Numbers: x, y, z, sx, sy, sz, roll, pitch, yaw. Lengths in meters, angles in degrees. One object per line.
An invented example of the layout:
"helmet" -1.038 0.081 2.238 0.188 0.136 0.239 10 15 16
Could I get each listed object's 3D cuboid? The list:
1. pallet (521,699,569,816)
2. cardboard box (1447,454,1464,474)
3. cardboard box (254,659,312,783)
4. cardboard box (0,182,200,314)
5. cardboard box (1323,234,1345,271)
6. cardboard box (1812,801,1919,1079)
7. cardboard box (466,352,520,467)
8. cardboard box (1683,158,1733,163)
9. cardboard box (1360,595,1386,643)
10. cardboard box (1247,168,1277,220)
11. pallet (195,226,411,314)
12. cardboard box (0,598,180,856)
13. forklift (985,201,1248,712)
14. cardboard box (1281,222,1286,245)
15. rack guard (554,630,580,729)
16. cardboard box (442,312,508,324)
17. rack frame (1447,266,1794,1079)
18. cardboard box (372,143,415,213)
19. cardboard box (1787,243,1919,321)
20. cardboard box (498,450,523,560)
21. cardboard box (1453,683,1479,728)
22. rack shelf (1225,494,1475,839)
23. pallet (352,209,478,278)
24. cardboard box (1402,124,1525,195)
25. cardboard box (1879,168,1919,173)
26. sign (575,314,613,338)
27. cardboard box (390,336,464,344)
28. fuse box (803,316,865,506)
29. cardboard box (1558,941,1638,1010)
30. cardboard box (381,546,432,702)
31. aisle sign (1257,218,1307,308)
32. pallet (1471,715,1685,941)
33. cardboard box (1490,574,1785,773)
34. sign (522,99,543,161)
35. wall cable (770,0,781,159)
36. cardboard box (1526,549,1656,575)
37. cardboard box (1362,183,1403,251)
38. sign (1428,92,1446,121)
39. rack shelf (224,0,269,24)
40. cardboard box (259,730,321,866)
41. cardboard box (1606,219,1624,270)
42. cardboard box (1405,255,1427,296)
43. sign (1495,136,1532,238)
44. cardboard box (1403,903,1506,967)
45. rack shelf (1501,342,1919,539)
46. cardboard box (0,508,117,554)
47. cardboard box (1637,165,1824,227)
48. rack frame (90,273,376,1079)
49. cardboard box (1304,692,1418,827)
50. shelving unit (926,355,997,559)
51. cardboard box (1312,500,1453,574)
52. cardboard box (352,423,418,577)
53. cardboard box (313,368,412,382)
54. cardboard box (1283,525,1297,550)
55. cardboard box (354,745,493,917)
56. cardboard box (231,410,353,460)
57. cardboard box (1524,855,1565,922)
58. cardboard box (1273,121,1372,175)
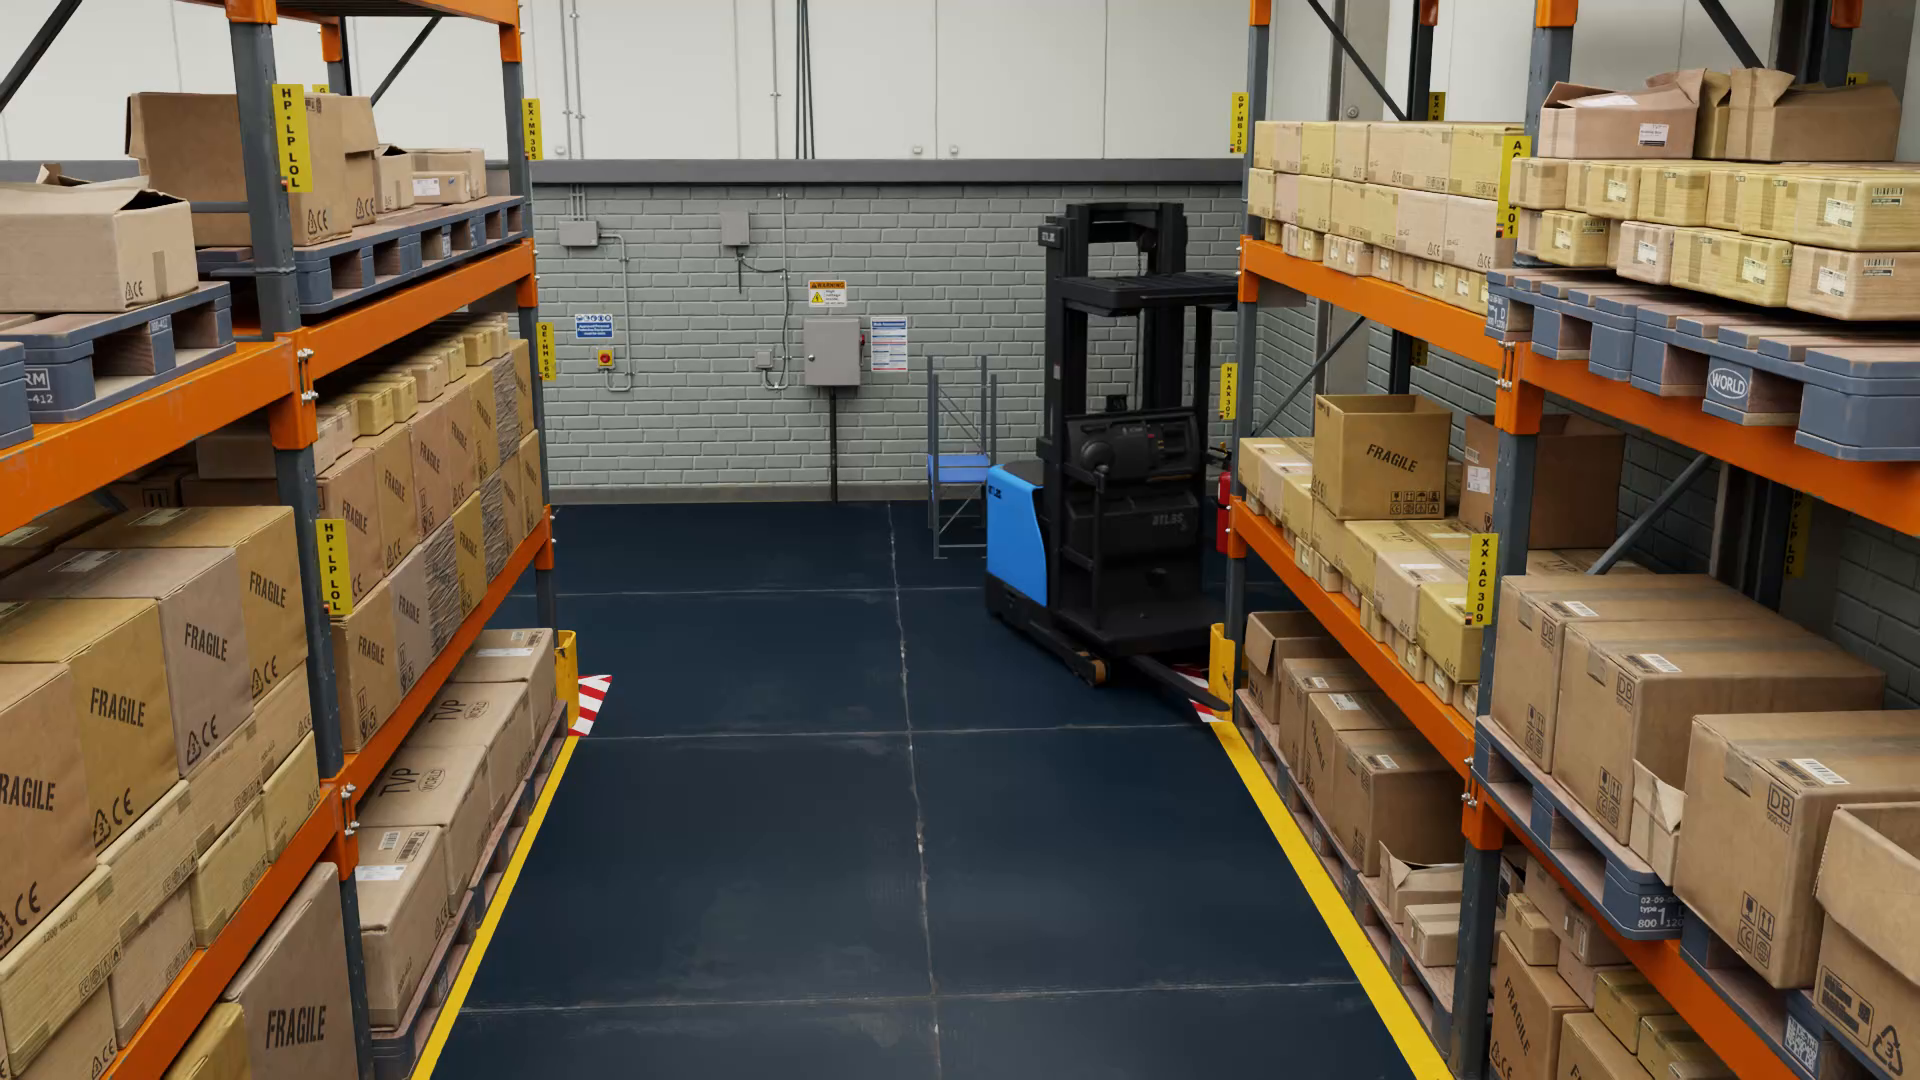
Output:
"pallet" -2.730 1.177 9.030 1.003 0.211 1.213 -1 14 -3
"cardboard box" 2.420 -0.282 8.806 0.500 0.250 0.500 -1 14 -3
"cardboard box" -2.340 0.560 5.129 0.500 0.250 0.500 -1 14 -3
"cardboard box" -2.346 -0.774 4.330 0.500 0.311 0.500 -1 14 -3
"cardboard box" 1.882 -1.314 7.600 0.380 0.149 0.250 -1 14 -3
"cardboard box" 2.306 0.884 3.521 0.797 0.503 0.637 -1 14 -5
"cardboard box" -2.529 -0.658 8.358 0.500 0.500 0.500 -1 14 -3
"cardboard box" 2.479 -1.108 5.158 0.380 0.149 0.250 -1 14 -4
"cardboard box" 1.961 0.335 7.210 0.380 0.149 0.250 -1 14 -4
"cardboard box" 1.851 -1.859 8.914 0.500 0.250 0.500 -1 14 -4
"pallet" -2.650 -0.990 6.013 1.003 0.211 1.213 -1 14 -3
"cardboard box" -2.281 0.453 4.039 0.500 0.500 0.500 0 14 -2
"forklift" 1.207 -0.619 10.552 1.130 2.935 3.031 -6 16 -22
"cardboard box" 1.926 -1.632 8.836 0.380 0.149 0.250 -1 14 -2
"rack guard" -2.859 0.833 9.785 1.175 0.500 0.348 -1 14 -3
"cardboard box" -2.636 -1.132 8.898 0.380 0.149 0.250 -1 14 -3
"rack frame" 2.344 0.546 5.886 1.000 3.000 0.127 -1 14 -3
"cardboard box" -2.815 -1.660 7.573 0.500 0.311 0.500 -1 14 -2
"cardboard box" 2.086 -0.575 3.681 0.380 0.149 0.250 -1 14 -2
"cardboard box" -2.548 -0.179 8.502 0.500 0.500 0.500 -1 14 -5
"cardboard box" 2.072 0.592 6.210 0.380 0.149 0.250 -1 14 -3
"rack shelf" 2.220 0.397 7.908 1.077 0.370 4.000 -1 14 -3
"pallet" -2.723 -1.293 7.189 1.003 0.211 1.213 -1 14 -3
"cardboard box" 2.032 -1.468 6.394 0.500 0.250 0.500 -1 14 -4
"cardboard box" 2.539 -0.852 4.162 0.380 0.149 0.250 -1 14 -5
"sign" -3.283 -1.919 14.922 0.327 0.218 0.001 -1 14 -3
"cardboard box" -2.576 -0.877 7.906 0.380 0.149 0.250 -1 14 -4
"fuse box" -1.125 -1.146 15.045 0.539 1.711 0.414 -1 14 -3
"cardboard box" 2.195 1.400 5.438 0.380 0.149 0.250 -1 14 -5
"cardboard box" -2.405 0.329 6.528 0.500 0.500 0.500 -1 14 -3
"aisle sign" 1.799 -1.720 9.476 0.394 0.787 0.004 -1 14 -3
"pallet" 2.284 0.839 5.131 1.003 0.211 1.213 -1 14 -3
"cardboard box" 2.151 0.418 5.340 0.700 0.500 0.500 -1 14 -2
"sign" -2.315 -2.220 8.995 0.100 0.325 0.005 -1 14 -3
"wall cable" -2.741 -4.698 14.227 2.355 3.000 0.029 -1 14 -3
"cardboard box" 2.545 0.222 6.846 0.500 0.250 0.500 -1 14 -4
"cardboard box" 2.001 -1.351 6.942 0.500 0.250 0.500 -1 14 -2
"sign" 2.651 -2.334 9.282 0.100 0.325 0.005 -1 14 -3
"rack shelf" -2.486 -1.243 3.043 1.077 0.370 4.000 -1 14 -3
"cardboard box" -2.331 0.804 5.184 0.500 0.250 0.500 -1 14 -5
"cardboard box" 2.060 -0.830 4.674 0.380 0.149 0.250 -1 14 -3
"cardboard box" 1.996 -1.059 6.608 0.380 0.149 0.250 -1 14 -4
"sign" 1.803 -1.147 5.407 0.100 0.325 0.005 -1 14 -3
"cardboard box" 2.016 1.589 6.709 0.380 0.149 0.250 -1 14 -5
"rack shelf" 2.468 -0.061 3.668 1.077 0.370 4.000 -1 14 -3
"cardboard box" -2.870 0.205 5.005 0.500 0.500 0.500 -1 14 -3
"cardboard box" 2.028 -0.907 4.378 0.380 0.149 0.250 -1 14 -4
"rack frame" -2.610 0.623 5.584 1.000 3.000 0.127 -1 14 -3
"cardboard box" 1.986 1.058 8.069 0.500 0.500 0.500 -1 14 -2
"shelving unit" 0.005 -0.705 13.757 0.538 1.500 1.048 -1 14 -3
"cardboard box" 1.974 -0.025 7.809 0.500 0.250 0.500 -1 14 -5
"cardboard box" -2.423 -0.157 6.410 0.500 0.500 0.500 -1 14 -4
"cardboard box" -2.500 -0.623 6.919 0.380 0.149 0.250 -1 14 -4
"cardboard box" 1.910 -0.050 8.706 0.380 0.149 0.250 0 14 -2
"cardboard box" -2.598 1.280 7.330 0.875 0.438 0.875 -1 14 -5
"cardboard box" -2.403 -0.369 5.934 0.380 0.149 0.250 -1 14 -3
"cardboard box" 2.161 1.187 5.668 0.380 0.149 0.250 -1 14 -4
"cardboard box" 1.886 -1.974 8.361 0.500 0.250 0.500 -1 14 -4
